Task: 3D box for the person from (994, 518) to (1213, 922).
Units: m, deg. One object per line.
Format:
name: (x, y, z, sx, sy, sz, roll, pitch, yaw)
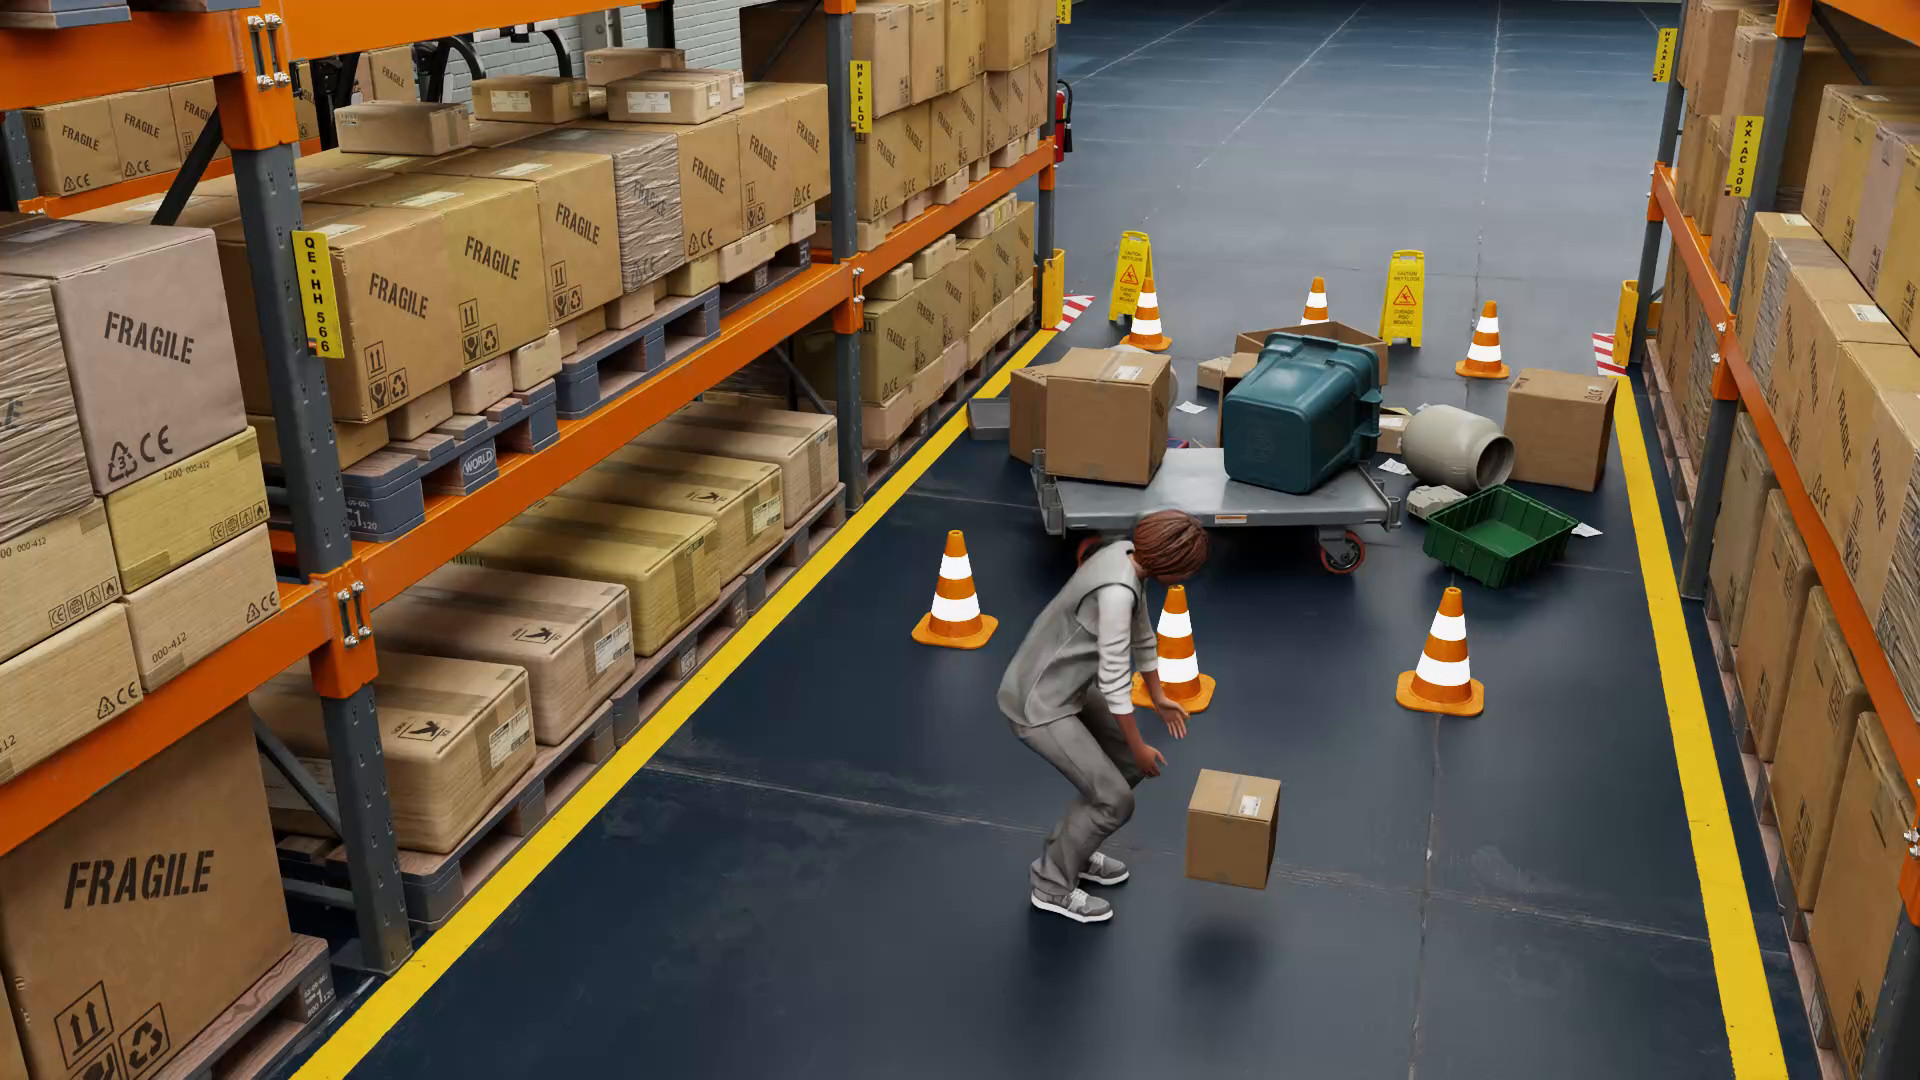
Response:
person: (0.436, 0.537, 5.181, 0.639, 1.310, 0.462, 7, 23, 16)
